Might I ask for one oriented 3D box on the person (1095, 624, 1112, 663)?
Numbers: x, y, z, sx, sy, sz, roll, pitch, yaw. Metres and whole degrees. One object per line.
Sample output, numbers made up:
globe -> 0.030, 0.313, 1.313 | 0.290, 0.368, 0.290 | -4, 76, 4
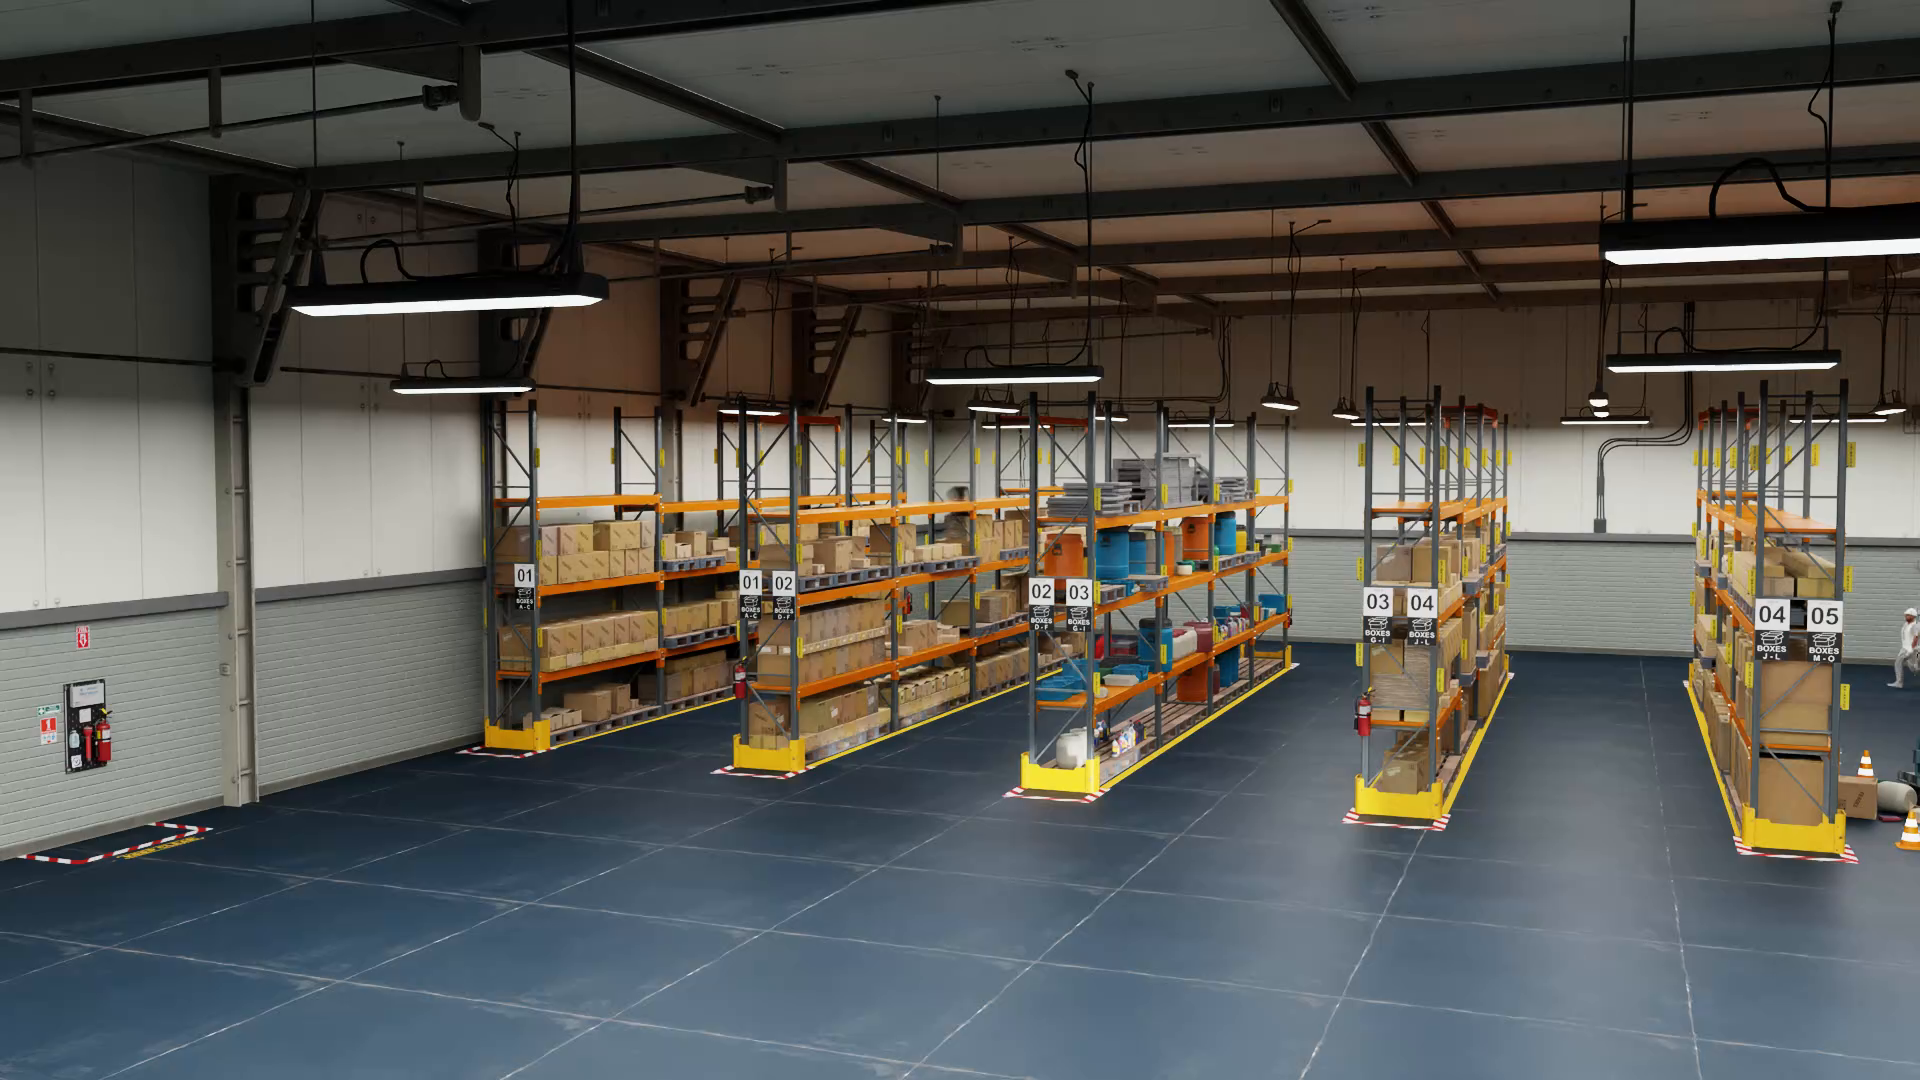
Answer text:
person -> 2.759, 2.548, 33.019 | 0.576, 1.793, 0.617 | -2, 3, -29

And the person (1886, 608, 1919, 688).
person -> 20.585, 2.350, 35.931 | 0.941, 1.742, 0.597 | 1, 3, 19
